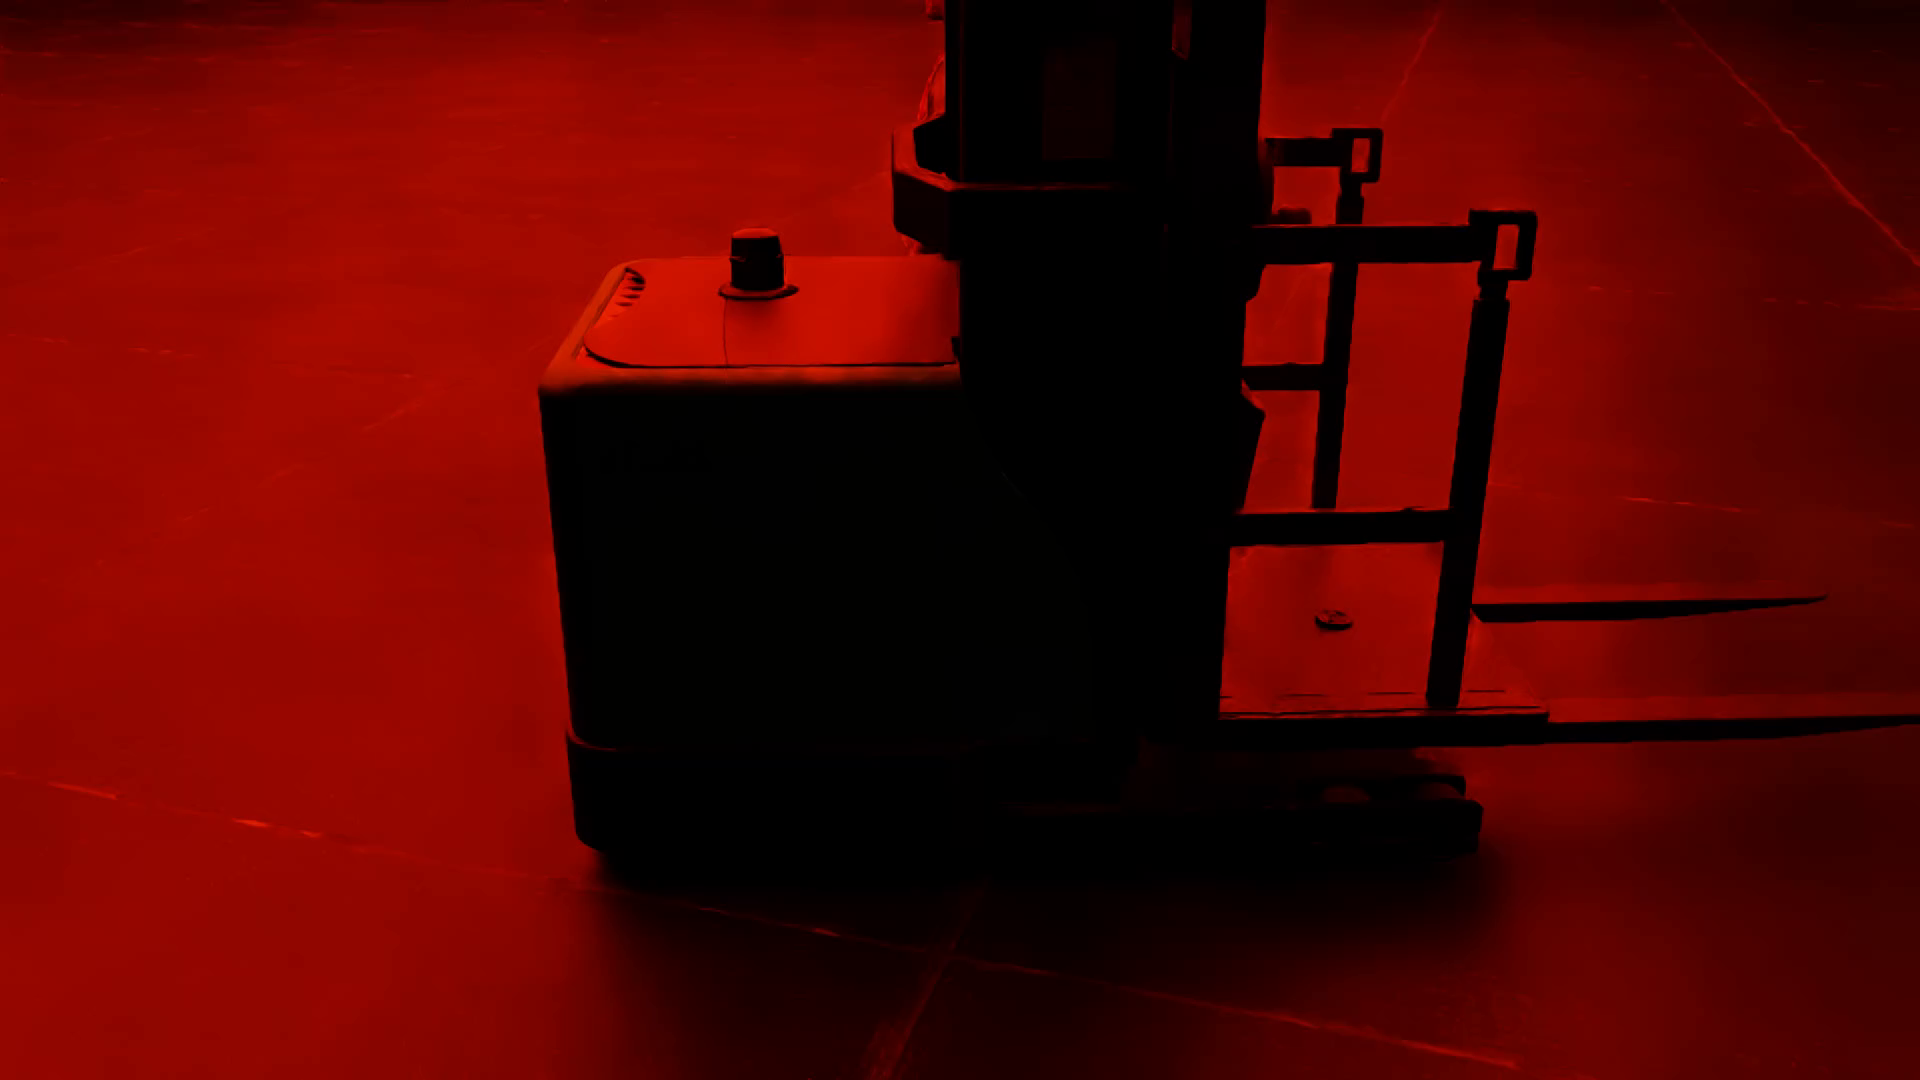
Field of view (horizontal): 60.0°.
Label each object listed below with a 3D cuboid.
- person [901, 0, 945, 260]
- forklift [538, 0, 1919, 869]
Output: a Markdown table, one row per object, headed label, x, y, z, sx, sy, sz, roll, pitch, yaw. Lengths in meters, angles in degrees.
| label | x | y | z | sx | sy | sz | roll | pitch | yaw |
| --- | --- | --- | --- | --- | --- | --- | --- | --- | --- |
| person | -0.073 | -0.846 | 4.809 | 0.563 | 1.787 | 0.637 | 7 | 23 | 16 |
| forklift | 0.691 | -0.875 | 3.400 | 3.031 | 2.935 | 1.130 | -1 | 22 | -2 |
